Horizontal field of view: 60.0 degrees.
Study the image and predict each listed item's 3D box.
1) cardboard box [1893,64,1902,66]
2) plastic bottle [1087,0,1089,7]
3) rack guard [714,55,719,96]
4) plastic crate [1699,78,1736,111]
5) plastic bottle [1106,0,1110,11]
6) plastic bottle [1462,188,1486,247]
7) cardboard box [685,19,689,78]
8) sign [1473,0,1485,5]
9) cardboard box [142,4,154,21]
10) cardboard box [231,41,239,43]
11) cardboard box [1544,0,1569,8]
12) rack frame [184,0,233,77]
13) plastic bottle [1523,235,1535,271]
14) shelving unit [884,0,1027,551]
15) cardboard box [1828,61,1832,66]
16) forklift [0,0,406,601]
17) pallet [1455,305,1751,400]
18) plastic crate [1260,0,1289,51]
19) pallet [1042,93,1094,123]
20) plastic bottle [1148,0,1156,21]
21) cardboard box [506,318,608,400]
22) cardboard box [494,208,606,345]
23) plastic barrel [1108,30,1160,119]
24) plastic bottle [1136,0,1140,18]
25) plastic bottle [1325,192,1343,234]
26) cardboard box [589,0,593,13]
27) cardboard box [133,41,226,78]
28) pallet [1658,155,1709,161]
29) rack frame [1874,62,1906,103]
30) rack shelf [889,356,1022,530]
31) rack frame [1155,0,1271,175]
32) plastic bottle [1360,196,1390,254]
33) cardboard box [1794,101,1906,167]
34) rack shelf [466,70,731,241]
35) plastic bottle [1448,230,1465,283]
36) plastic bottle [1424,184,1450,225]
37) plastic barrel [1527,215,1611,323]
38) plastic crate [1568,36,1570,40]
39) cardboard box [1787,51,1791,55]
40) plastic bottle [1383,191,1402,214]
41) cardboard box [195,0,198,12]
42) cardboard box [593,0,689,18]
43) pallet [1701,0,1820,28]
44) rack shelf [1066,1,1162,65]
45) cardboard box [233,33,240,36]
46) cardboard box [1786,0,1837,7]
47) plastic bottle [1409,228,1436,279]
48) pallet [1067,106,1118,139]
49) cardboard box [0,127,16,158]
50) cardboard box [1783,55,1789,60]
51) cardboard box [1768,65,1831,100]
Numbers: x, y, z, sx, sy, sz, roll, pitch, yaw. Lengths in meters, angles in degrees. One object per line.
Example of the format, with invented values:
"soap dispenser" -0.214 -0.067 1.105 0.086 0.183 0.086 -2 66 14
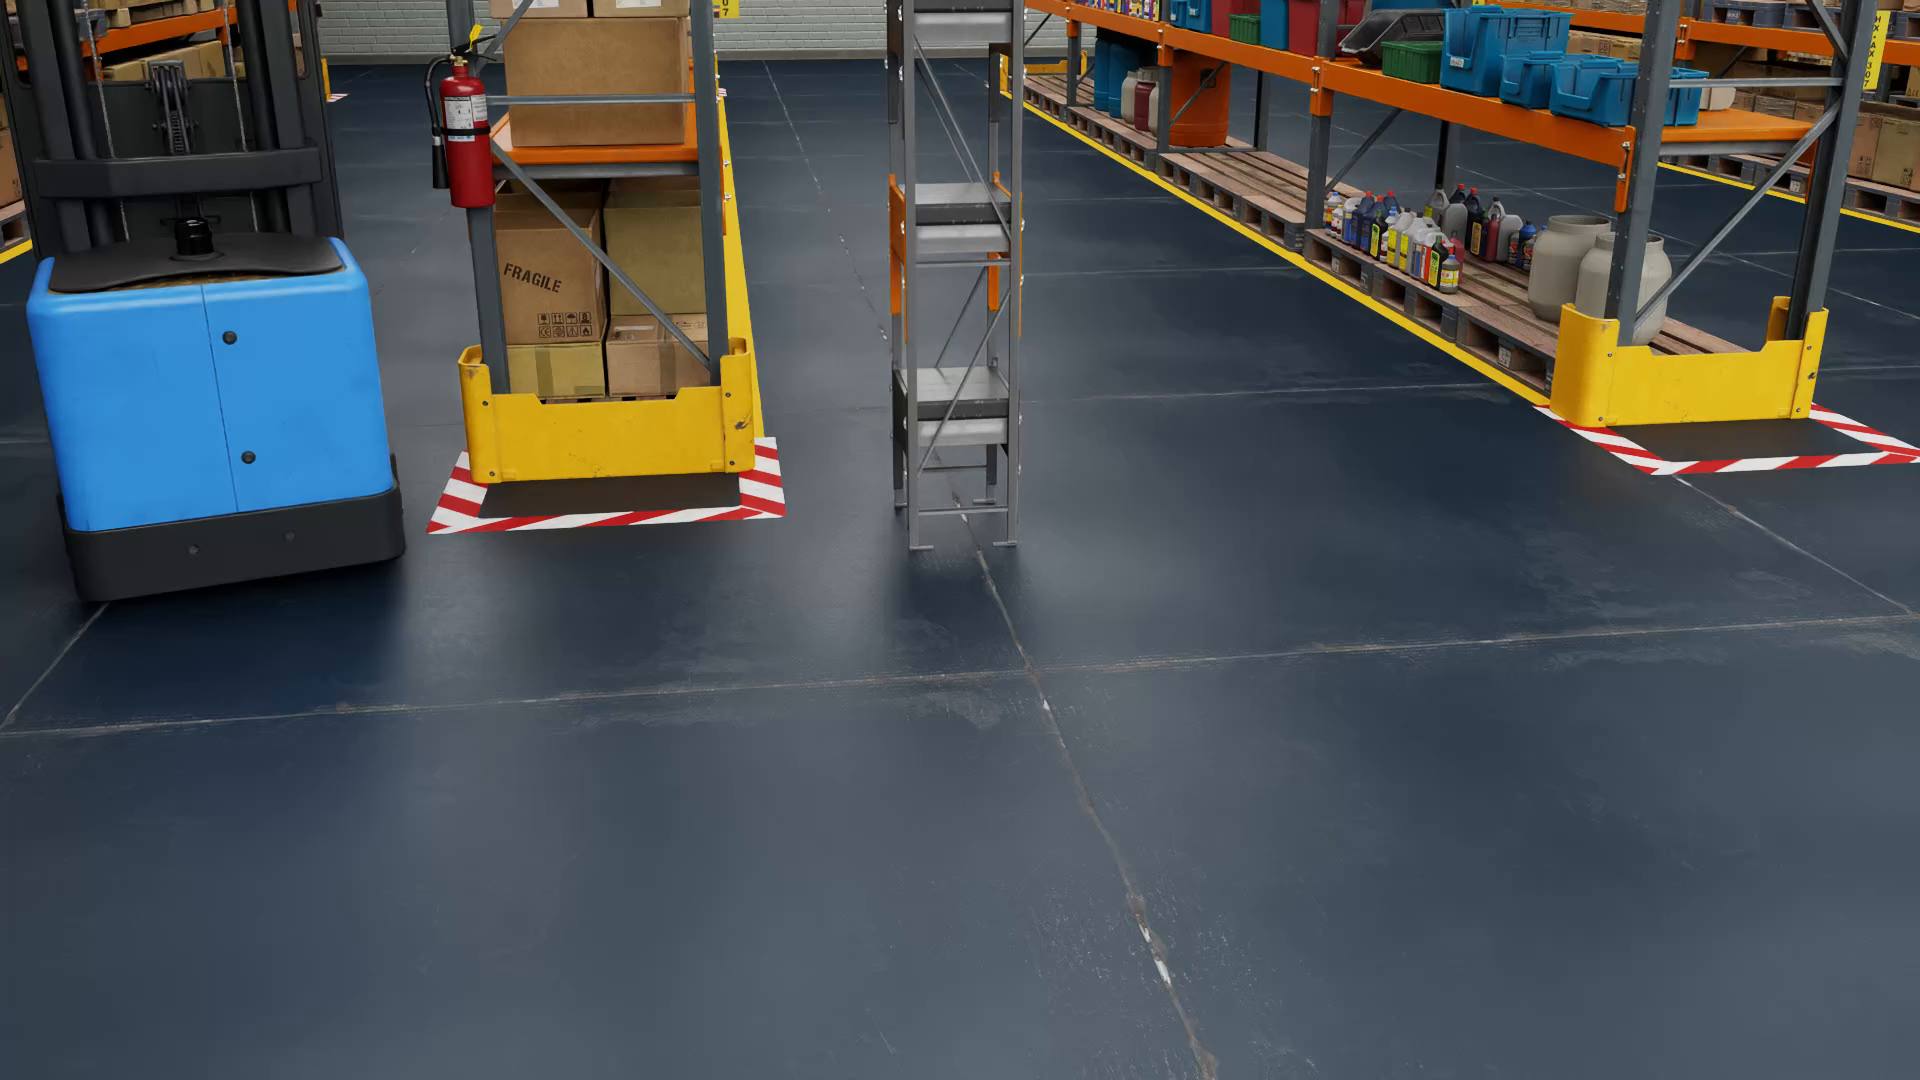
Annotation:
"cardboard box" 11.221 -5.851 20.218 0.380 0.149 0.250 -2 21 -6
"plastic bottle" 1.405 -5.808 17.663 0.097 0.271 0.097 0 20 0
"rack guard" -3.762 -6.075 21.766 1.175 0.500 0.348 -3 21 -8
"plastic crate" 3.625 -2.183 8.152 0.298 0.136 0.250 -3 21 -8
"plastic bottle" 1.563 -5.497 16.825 0.152 0.276 0.135 -3 21 -8
"plastic bottle" 3.265 -2.056 10.591 0.144 0.351 0.185 -4 21 -10
"cardboard box" -1.822 -2.655 8.894 0.700 0.500 0.500 -3 21 -7
"sign" 3.405 -3.519 10.956 0.100 0.325 0.005 -3 21 -8
"cardboard box" -7.571 -4.799 15.108 0.380 0.149 0.250 -3 21 -7
"cardboard box" -8.470 -5.620 19.021 0.380 0.149 0.250 -3 21 -9
"cardboard box" 6.571 -5.913 17.618 0.500 0.500 0.500 -3 21 -9
"rack frame" -8.097 -5.636 17.019 1.000 3.000 0.127 -3 21 -8
"plastic bottle" 3.405 -1.707 9.870 0.097 0.201 0.097 0 20 0
"shelving unit" -0.024 -1.041 6.002 0.431 2.100 0.503 -3 21 -8
"cardboard box" 11.063 -5.879 20.719 0.380 0.149 0.250 -4 21 -10
"forklift" -3.047 -1.649 6.441 1.130 2.935 3.031 -9 22 -23
"pallet" 3.267 -0.980 8.539 1.003 0.211 1.213 -3 21 -8
"plastic crate" 2.393 -3.725 11.924 0.392 0.384 0.575 -3 21 -8
"pallet" 1.562 -5.082 19.521 1.003 0.211 1.213 -3 21 -8
"plastic bottle" 1.769 -4.895 15.200 0.061 0.283 0.133 -3 21 -8
"cardboard box" -1.836 -0.812 7.432 0.500 0.250 0.500 -3 21 -8
"cardboard box" -1.838 -1.163 7.301 0.500 0.500 0.500 -3 21 -8
"plastic barrel" 1.870 -4.915 17.487 0.600 0.901 0.708 -3 21 -8
"plastic bottle" 1.714 -5.065 15.673 0.097 0.271 0.097 0 20 0
"plastic bottle" 2.472 -2.161 10.987 0.097 0.271 0.097 0 20 0
"cardboard box" -1.749 -2.296 7.007 0.380 0.149 0.250 -2 21 -6
"cardboard box" -7.875 -4.607 16.737 0.750 0.750 0.750 -3 21 -7
"pallet" 7.145 -3.971 16.547 1.003 0.211 1.213 -3 21 -8
"rack frame" 11.530 -6.601 19.602 1.000 3.000 0.127 -3 21 -8
"rack shelf" -0.024 -0.372 6.252 0.431 0.518 0.480 -3 21 -8
"rack frame" 2.283 -4.751 14.649 1.000 3.000 0.127 -3 21 -8
"plastic bottle" 2.592 -1.965 10.348 0.144 0.351 0.185 -4 21 -10
"cardboard box" 7.482 -3.417 14.022 0.700 0.500 0.500 -1 21 -3
"rack shelf" -1.754 -2.088 8.547 1.077 0.370 4.000 -3 21 -8
"plastic bottle" 2.834 -1.622 9.527 0.061 0.283 0.133 -3 21 -8
"plastic bottle" 3.095 -2.115 10.750 0.144 0.351 0.185 -3 21 -8
"plastic barrel" 3.193 -1.410 8.659 0.421 0.512 0.421 0 20 0
"plastic crate" 3.288 -2.927 9.977 0.499 0.251 0.616 -3 21 -8
"cardboard box" 11.033 -6.390 21.662 0.380 0.149 0.250 -3 21 -8
"plastic bottle" 2.708 -2.038 10.542 0.144 0.351 0.185 -3 21 -8
"cardboard box" -7.716 -5.247 16.307 0.380 0.149 0.250 -2 21 -6
"cardboard box" -1.310 -2.230 6.829 0.380 0.149 0.250 -3 21 -8
"pallet" 7.392 -4.669 14.705 1.213 0.211 1.003 -3 21 -8
"rack shelf" 1.995 -5.106 16.629 1.077 0.370 4.000 -3 21 -8
"cardboard box" -8.690 -6.146 20.431 0.380 0.149 0.250 -3 21 -7
"cardboard box" 7.198 -4.535 13.686 0.500 0.250 0.500 -4 21 -9
"plastic bottle" 2.708 -1.661 9.642 0.152 0.276 0.135 -3 21 -9
"pallet" 1.776 -4.560 18.124 1.003 0.211 1.213 -3 21 -8
"cardboard box" -7.406 -2.855 12.518 0.700 0.500 0.500 -3 21 -8
"cardboard box" 11.023 -6.341 21.955 0.380 0.149 0.250 -2 21 -5
"cardboard box" 7.397 -3.973 14.439 0.500 0.250 0.500 -1 20 -2
